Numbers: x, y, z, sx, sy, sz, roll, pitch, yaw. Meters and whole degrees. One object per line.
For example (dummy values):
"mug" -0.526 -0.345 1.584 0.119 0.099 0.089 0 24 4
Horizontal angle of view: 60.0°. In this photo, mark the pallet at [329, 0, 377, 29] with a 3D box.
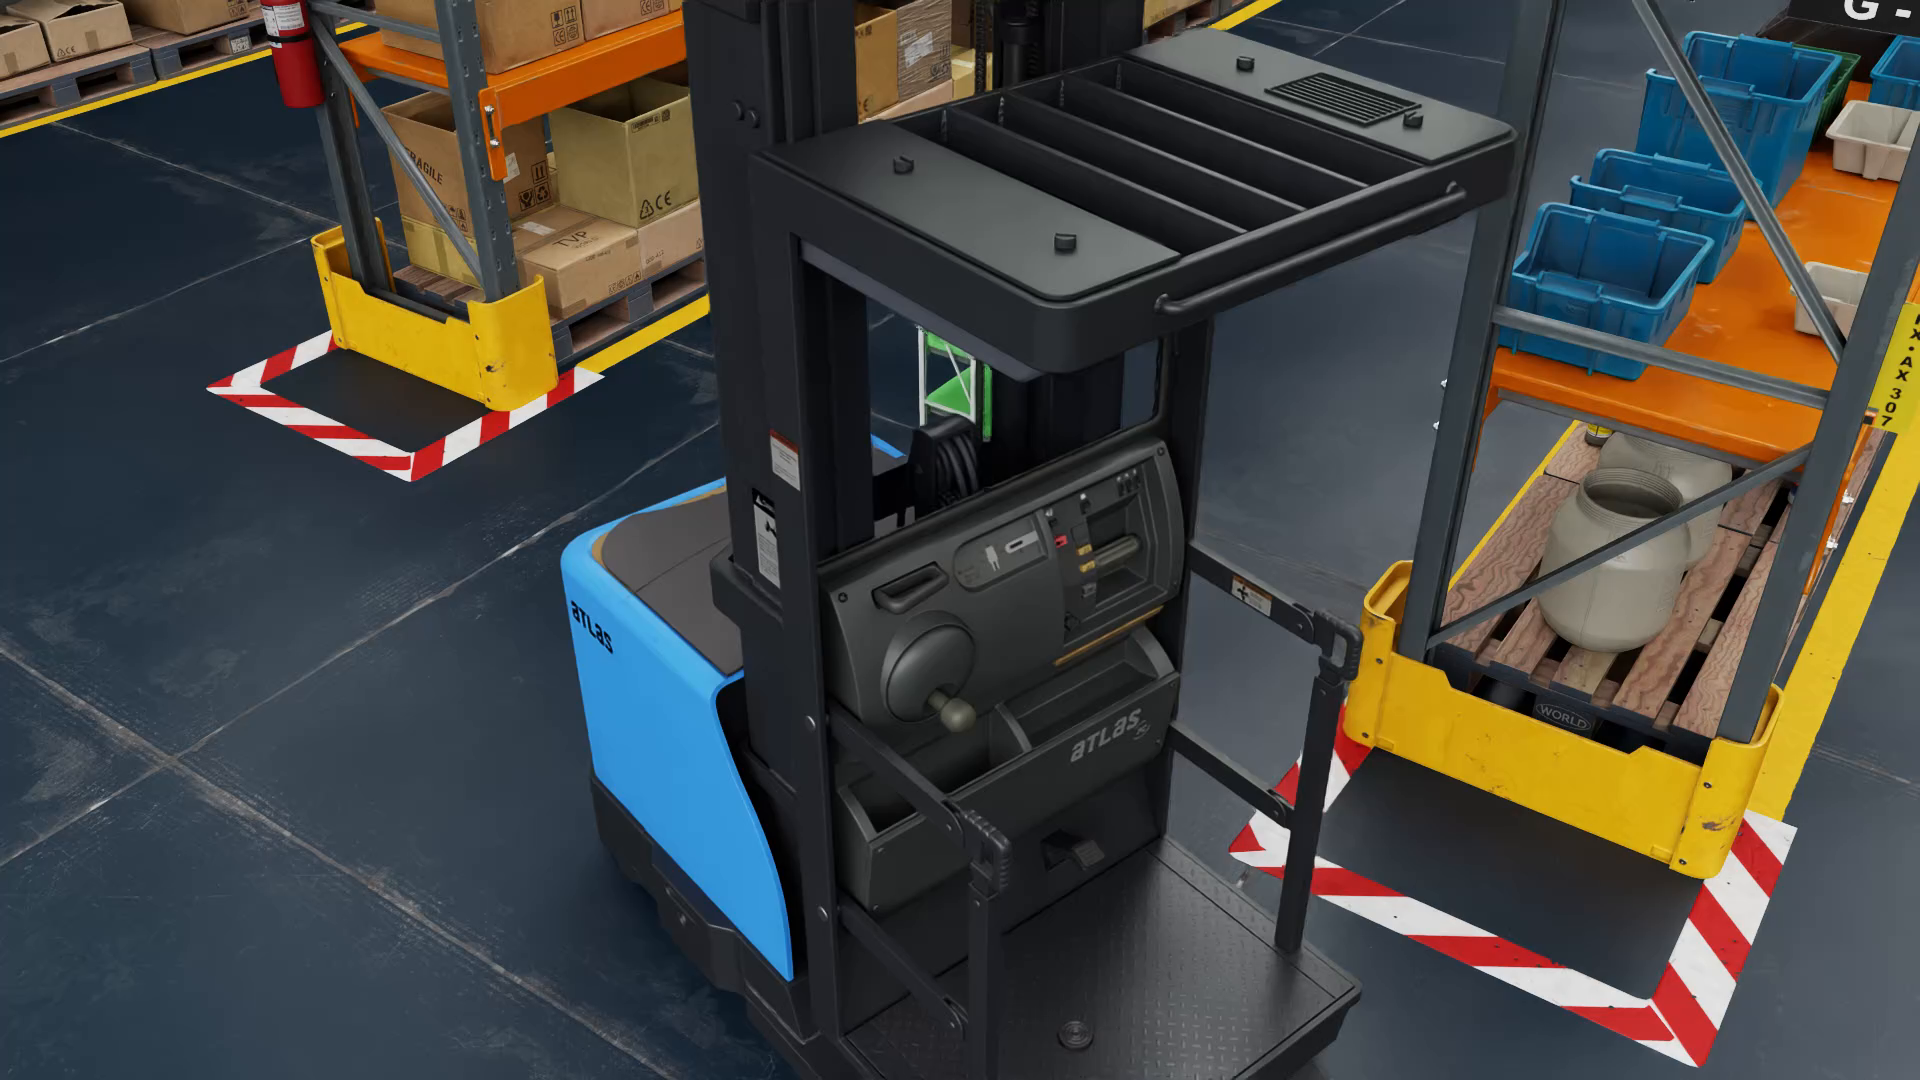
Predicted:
"pallet" -4.433 -3.994 11.968 1.003 0.211 1.213 21 39 28

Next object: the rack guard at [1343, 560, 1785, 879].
"rack guard" 1.784 0.521 5.034 1.175 0.500 0.348 21 39 28

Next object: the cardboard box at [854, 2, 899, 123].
"cardboard box" -0.669 -2.494 8.671 0.500 0.500 0.500 21 39 28

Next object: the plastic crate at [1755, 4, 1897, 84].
"plastic crate" 3.657 -2.080 6.703 0.767 0.338 0.504 21 39 28

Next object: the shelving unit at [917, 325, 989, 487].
"shelving unit" 0.094 -0.573 6.027 0.258 1.200 0.503 21 39 28

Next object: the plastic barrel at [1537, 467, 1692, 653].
"plastic barrel" 2.092 0.065 5.323 0.421 0.512 0.421 0 34 0

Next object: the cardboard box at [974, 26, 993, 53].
"cardboard box" 0.426 -3.031 10.134 0.500 0.250 0.500 20 39 27

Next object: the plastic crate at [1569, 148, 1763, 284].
"plastic crate" 2.194 -1.026 5.222 0.499 0.251 0.408 21 39 28

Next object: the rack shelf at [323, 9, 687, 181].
"rack shelf" -1.147 -2.671 8.164 1.077 0.370 4.000 21 39 28

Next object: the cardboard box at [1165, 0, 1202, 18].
"cardboard box" 1.303 -3.739 11.181 0.500 0.250 0.500 22 40 29

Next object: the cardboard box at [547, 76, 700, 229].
"cardboard box" -1.516 -1.801 7.645 0.500 0.500 0.500 21 39 28

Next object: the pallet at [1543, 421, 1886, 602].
"pallet" 2.948 -0.291 6.492 1.003 0.211 1.213 21 39 28

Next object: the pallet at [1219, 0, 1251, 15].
"pallet" 1.772 -4.209 12.285 1.003 0.211 1.213 21 39 28

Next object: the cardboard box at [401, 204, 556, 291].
"cardboard box" -2.225 -1.425 7.759 0.500 0.250 0.500 21 39 28

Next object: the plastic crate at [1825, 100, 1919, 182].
"plastic crate" 3.342 -1.368 5.831 0.530 0.136 0.437 21 39 28

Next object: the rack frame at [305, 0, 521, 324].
"rack frame" -2.288 -2.049 6.602 1.000 3.000 0.127 21 39 28

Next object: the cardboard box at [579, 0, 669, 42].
"cardboard box" -1.716 -2.544 7.245 0.700 0.500 0.500 22 40 29

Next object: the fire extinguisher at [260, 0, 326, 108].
"fire extinguisher" -2.737 -2.111 6.762 0.296 0.674 0.183 21 39 28

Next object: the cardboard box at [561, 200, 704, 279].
"cardboard box" -1.517 -1.491 7.856 0.500 0.250 0.500 21 39 28

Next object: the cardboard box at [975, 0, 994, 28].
"cardboard box" 0.433 -3.267 9.983 0.500 0.311 0.500 21 40 28

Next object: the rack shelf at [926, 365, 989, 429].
"rack shelf" 0.094 -0.520 6.062 0.258 0.148 0.480 21 39 28

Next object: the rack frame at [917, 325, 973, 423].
"rack frame" -0.045 -0.461 5.860 0.240 1.200 0.015 21 39 28

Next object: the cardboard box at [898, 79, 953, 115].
"cardboard box" -0.385 -2.414 9.222 0.500 0.250 0.500 21 39 28

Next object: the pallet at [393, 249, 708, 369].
"pallet" -1.886 -1.259 7.923 1.003 0.211 1.213 21 39 28

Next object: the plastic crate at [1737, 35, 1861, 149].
"plastic crate" 3.054 -1.683 6.251 0.450 0.188 0.662 21 39 28

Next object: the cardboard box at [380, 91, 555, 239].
"cardboard box" -2.227 -1.736 7.550 0.500 0.500 0.500 21 39 28

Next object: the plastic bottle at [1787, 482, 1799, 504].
"plastic bottle" 3.069 -0.252 5.987 0.097 0.271 0.097 0 34 0

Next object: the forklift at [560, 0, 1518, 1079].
"forklift" 0.261 0.146 3.417 1.130 2.935 3.031 -25 41 -32

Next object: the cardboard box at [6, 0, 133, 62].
"cardboard box" -5.566 -3.250 10.385 0.500 0.311 0.500 25 41 32

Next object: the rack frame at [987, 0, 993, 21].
"rack frame" -0.007 -3.889 9.324 1.000 3.000 0.127 21 39 28

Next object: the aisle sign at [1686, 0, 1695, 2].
"aisle sign" 1.494 -1.603 3.623 0.394 0.787 0.004 21 39 28
